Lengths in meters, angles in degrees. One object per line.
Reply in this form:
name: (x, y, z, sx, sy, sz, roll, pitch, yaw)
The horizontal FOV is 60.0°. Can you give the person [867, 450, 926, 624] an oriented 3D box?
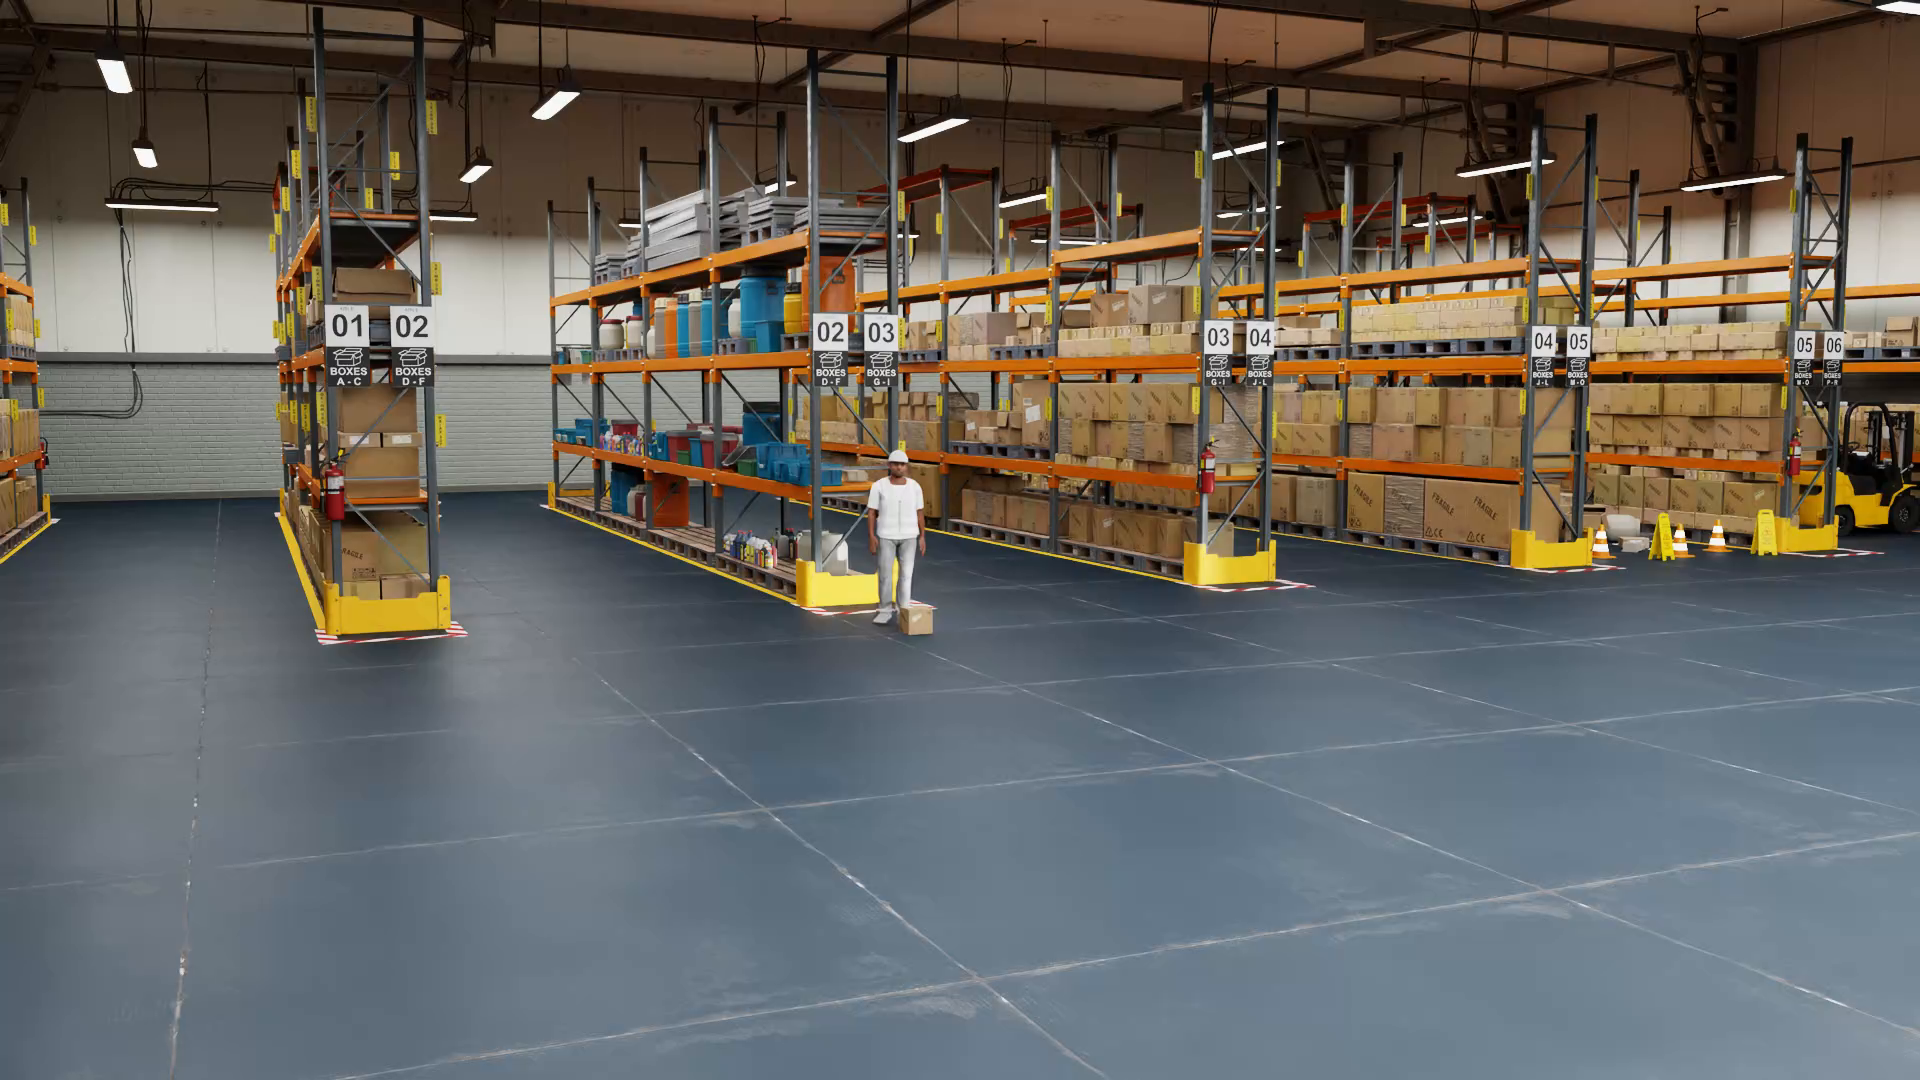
person: (-0.636, -0.024, 16.755, 0.608, 1.765, 0.432, -1, 5, -13)
